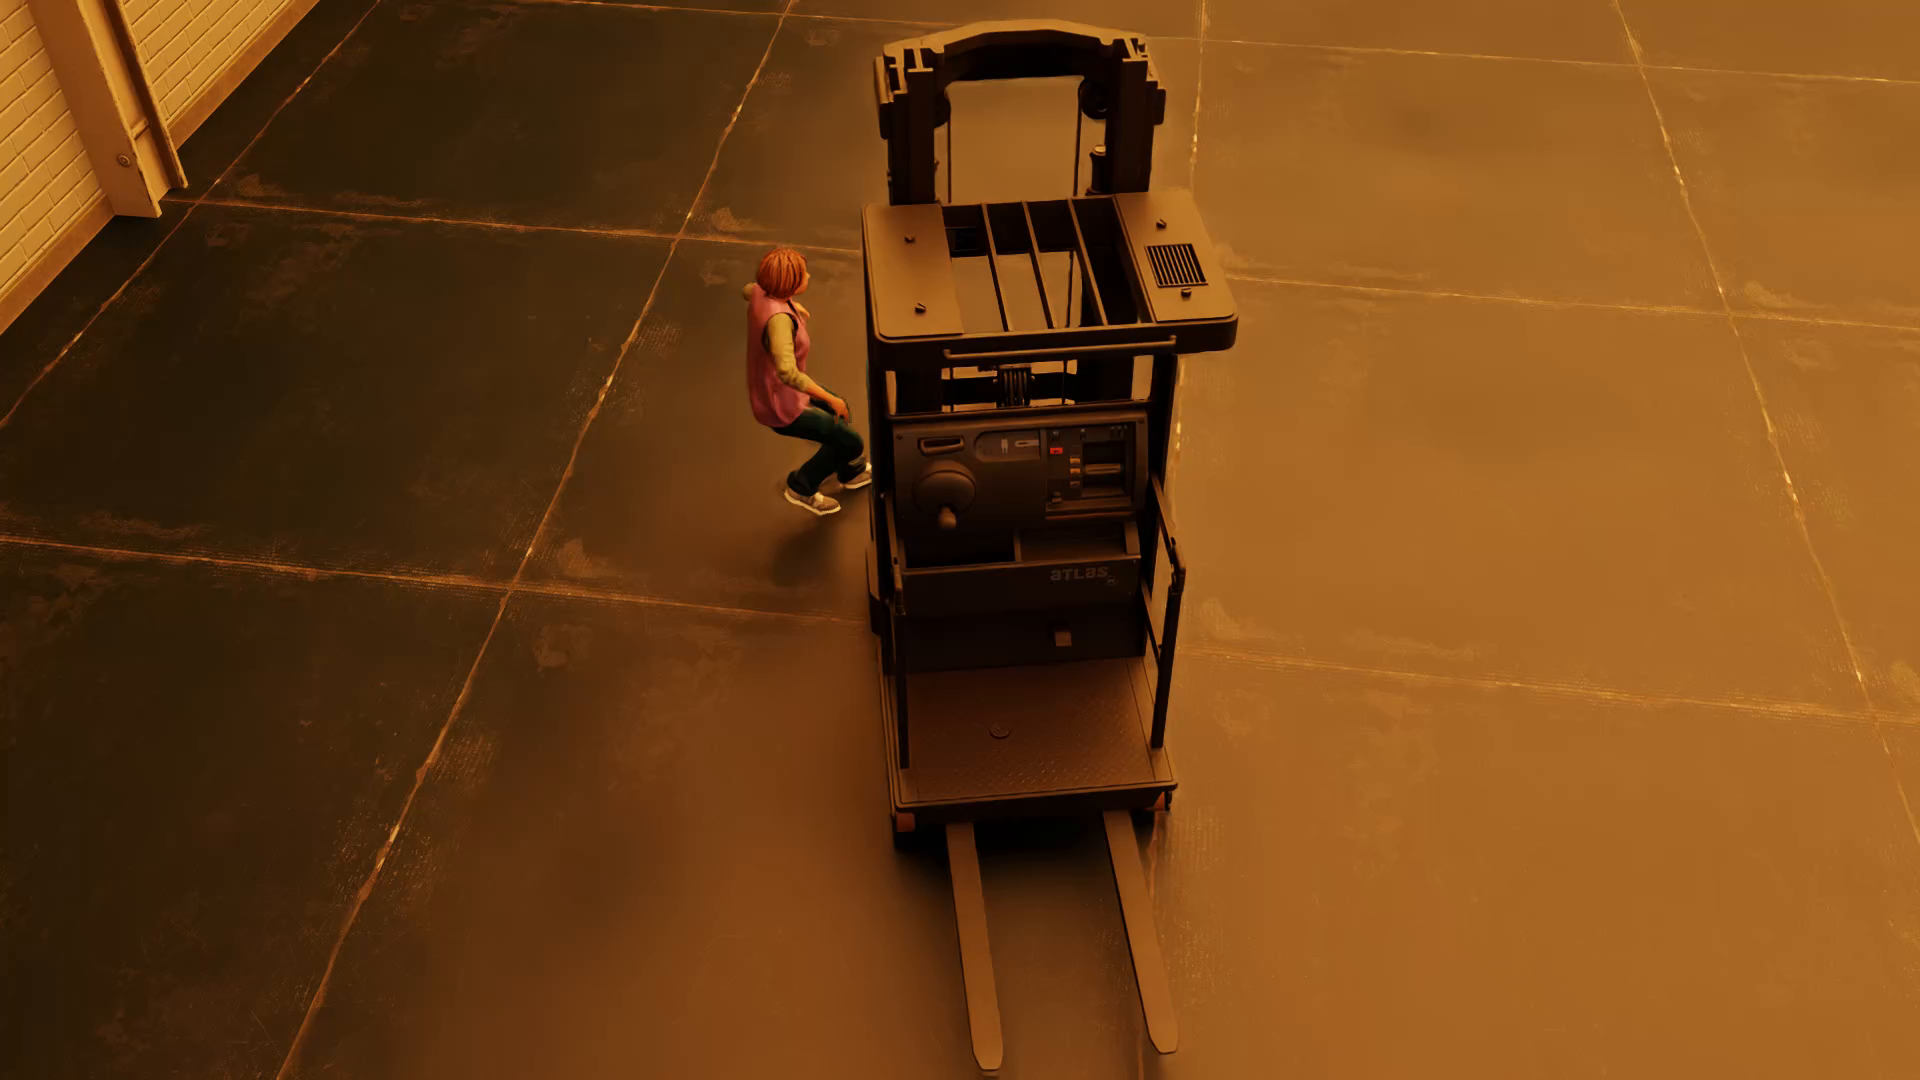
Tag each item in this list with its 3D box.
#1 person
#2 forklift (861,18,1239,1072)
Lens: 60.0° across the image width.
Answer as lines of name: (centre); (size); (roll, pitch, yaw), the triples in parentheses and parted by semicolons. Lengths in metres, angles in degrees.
person: (-0.618, -0.709, 7.559); (0.682, 1.476, 0.887); (-8, 43, -8)
forklift: (0.248, -0.166, 5.905); (1.130, 2.935, 3.031); (-4, 43, -4)
